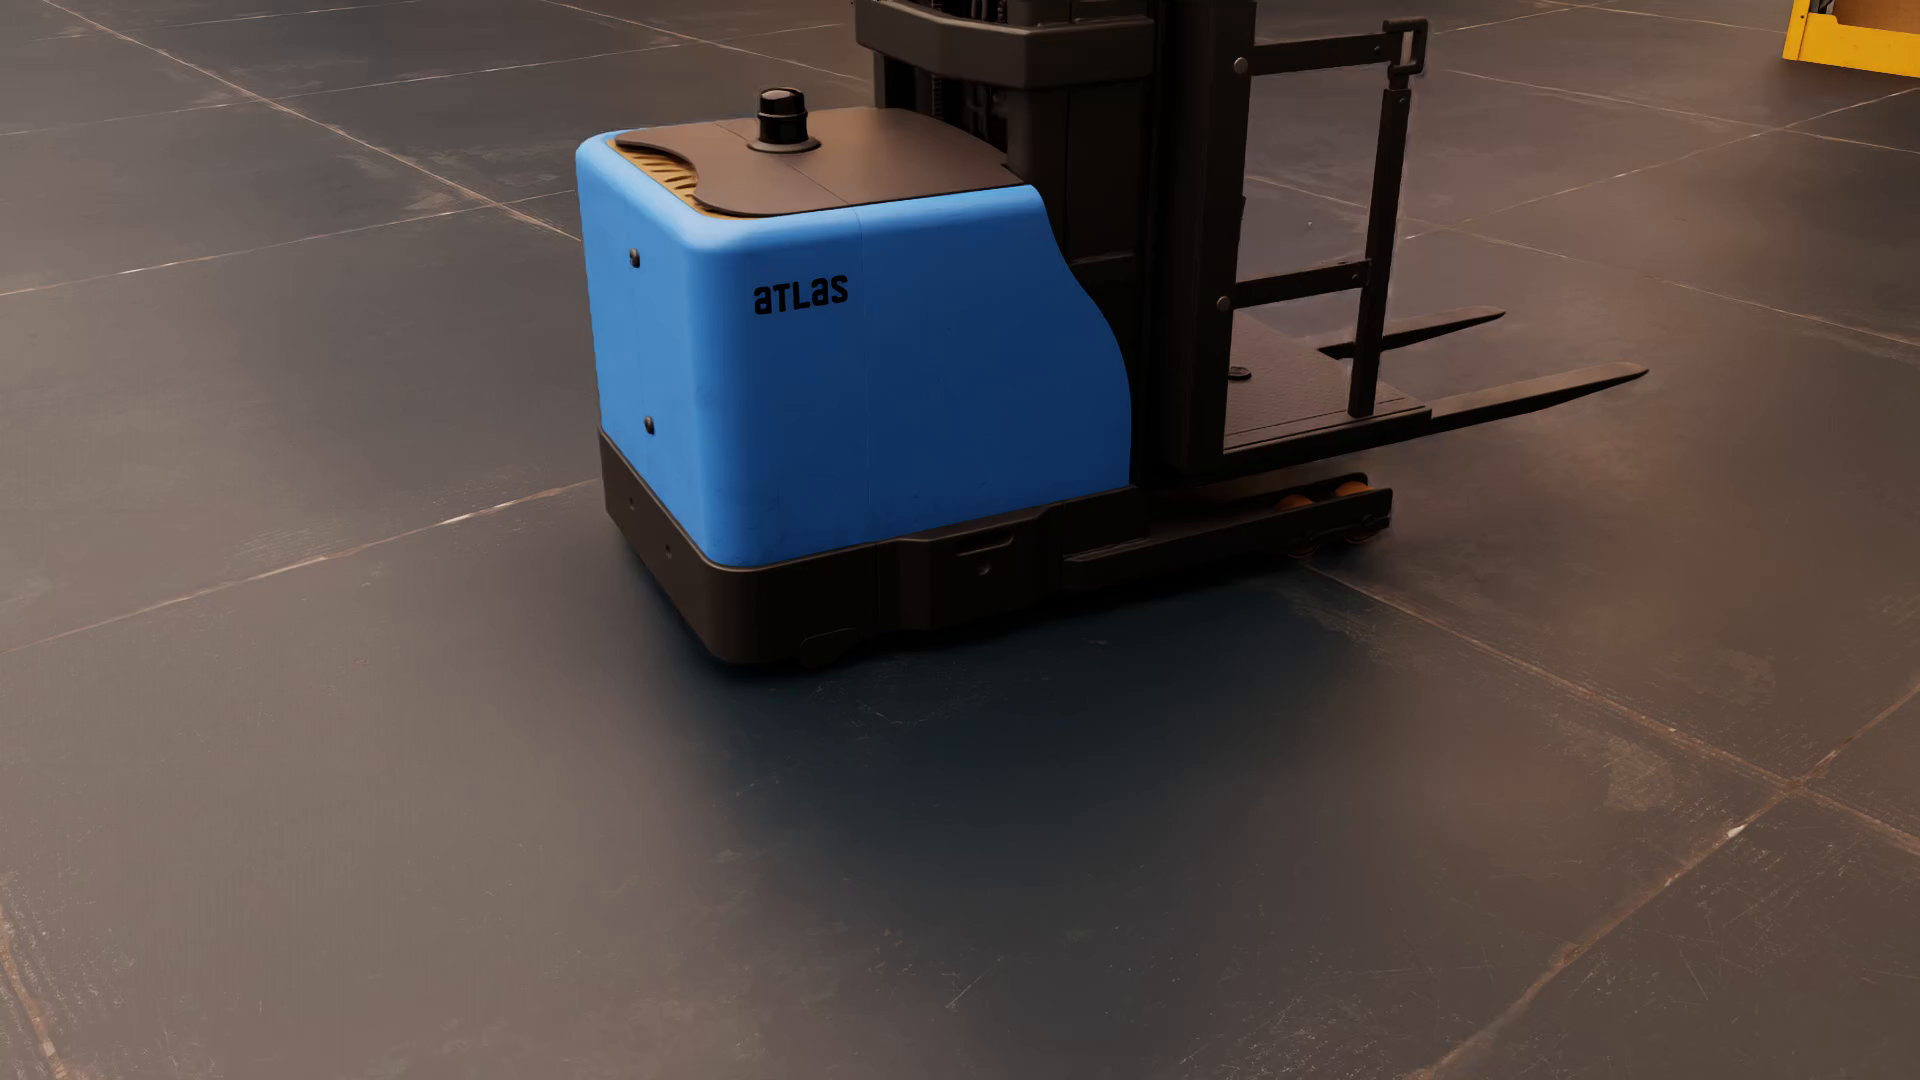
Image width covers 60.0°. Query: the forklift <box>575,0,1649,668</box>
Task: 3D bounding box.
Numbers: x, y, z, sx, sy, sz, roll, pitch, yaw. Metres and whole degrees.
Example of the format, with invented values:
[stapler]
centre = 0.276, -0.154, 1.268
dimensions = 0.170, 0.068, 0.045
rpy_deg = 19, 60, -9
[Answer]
[forklift]
centre = 0.588, -1.460, 4.146
dimensions = 3.031, 2.935, 1.130
rpy_deg = -13, 29, -24
